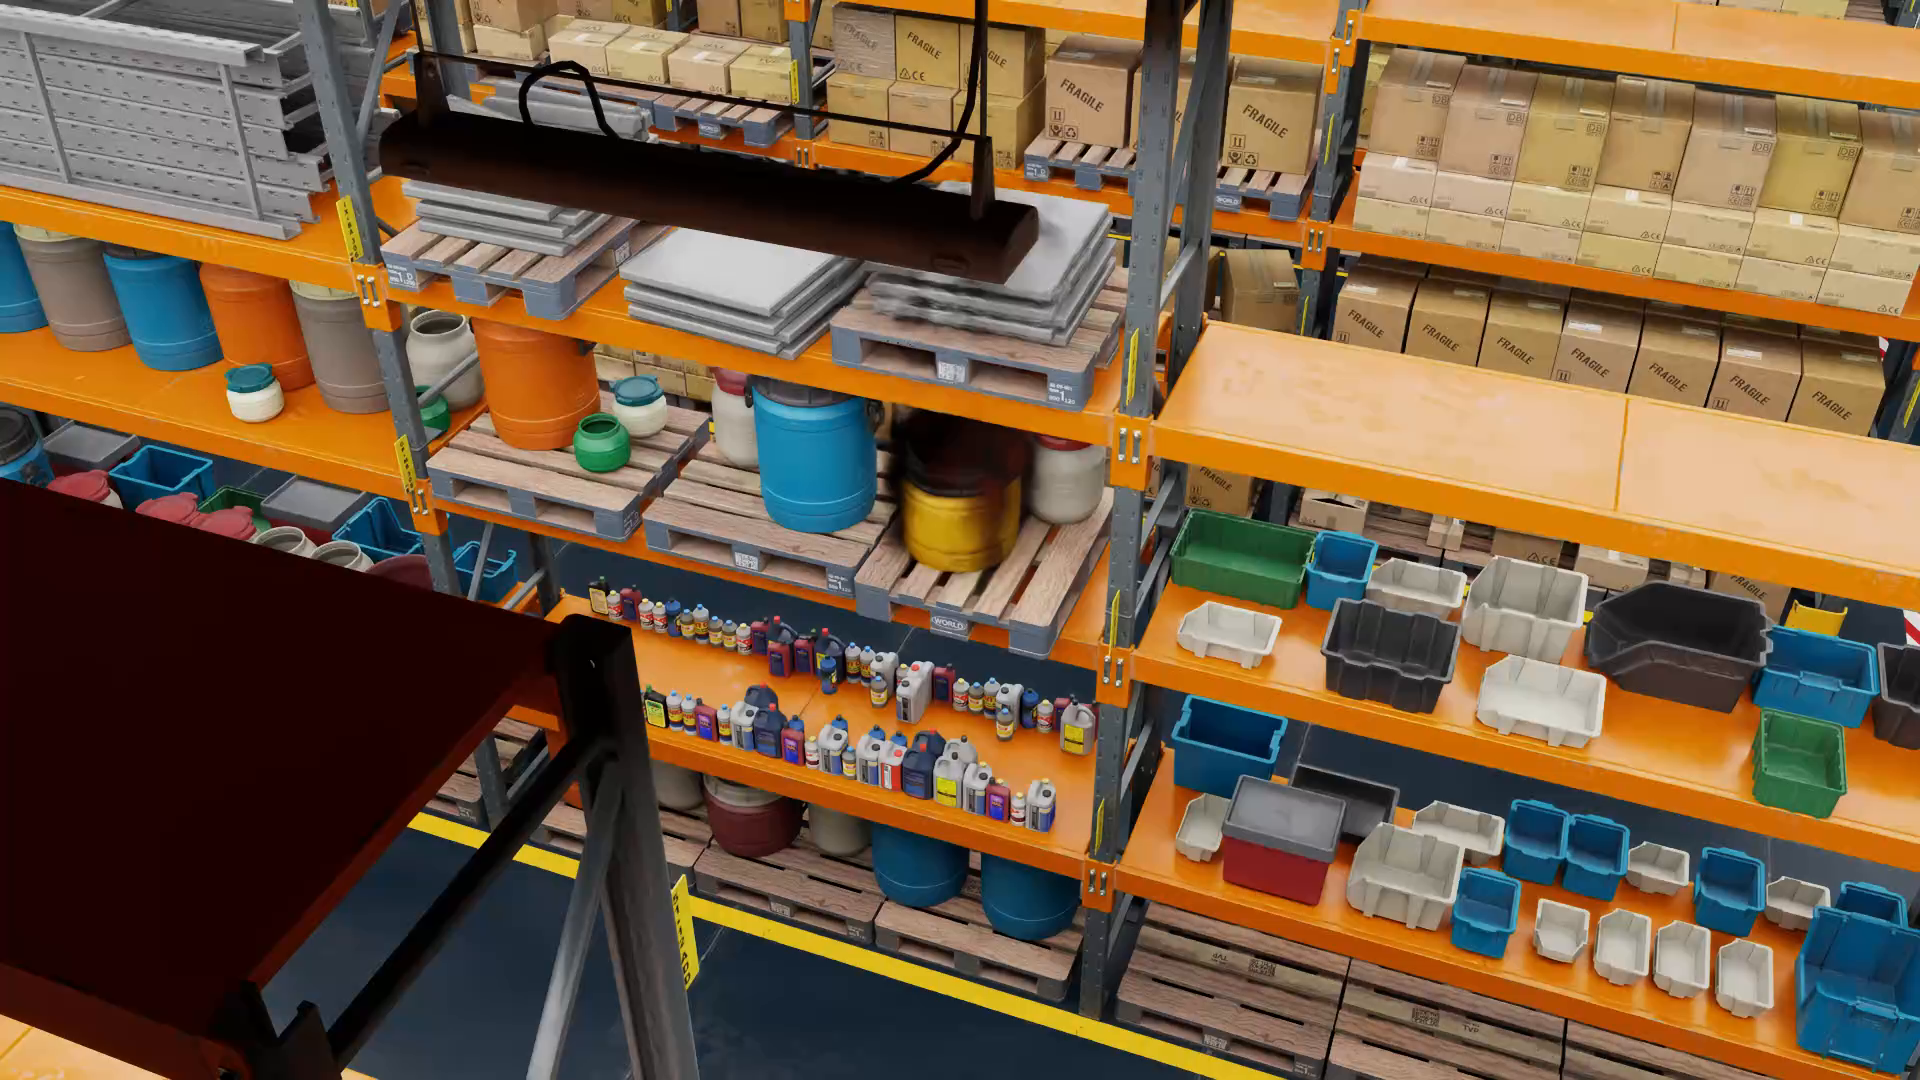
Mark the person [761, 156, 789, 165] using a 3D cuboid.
[{"bbox_3d":[-1.594,-2.890,15.868,0.941,1.727,0.598,10,38,13],"label":"person"}]
